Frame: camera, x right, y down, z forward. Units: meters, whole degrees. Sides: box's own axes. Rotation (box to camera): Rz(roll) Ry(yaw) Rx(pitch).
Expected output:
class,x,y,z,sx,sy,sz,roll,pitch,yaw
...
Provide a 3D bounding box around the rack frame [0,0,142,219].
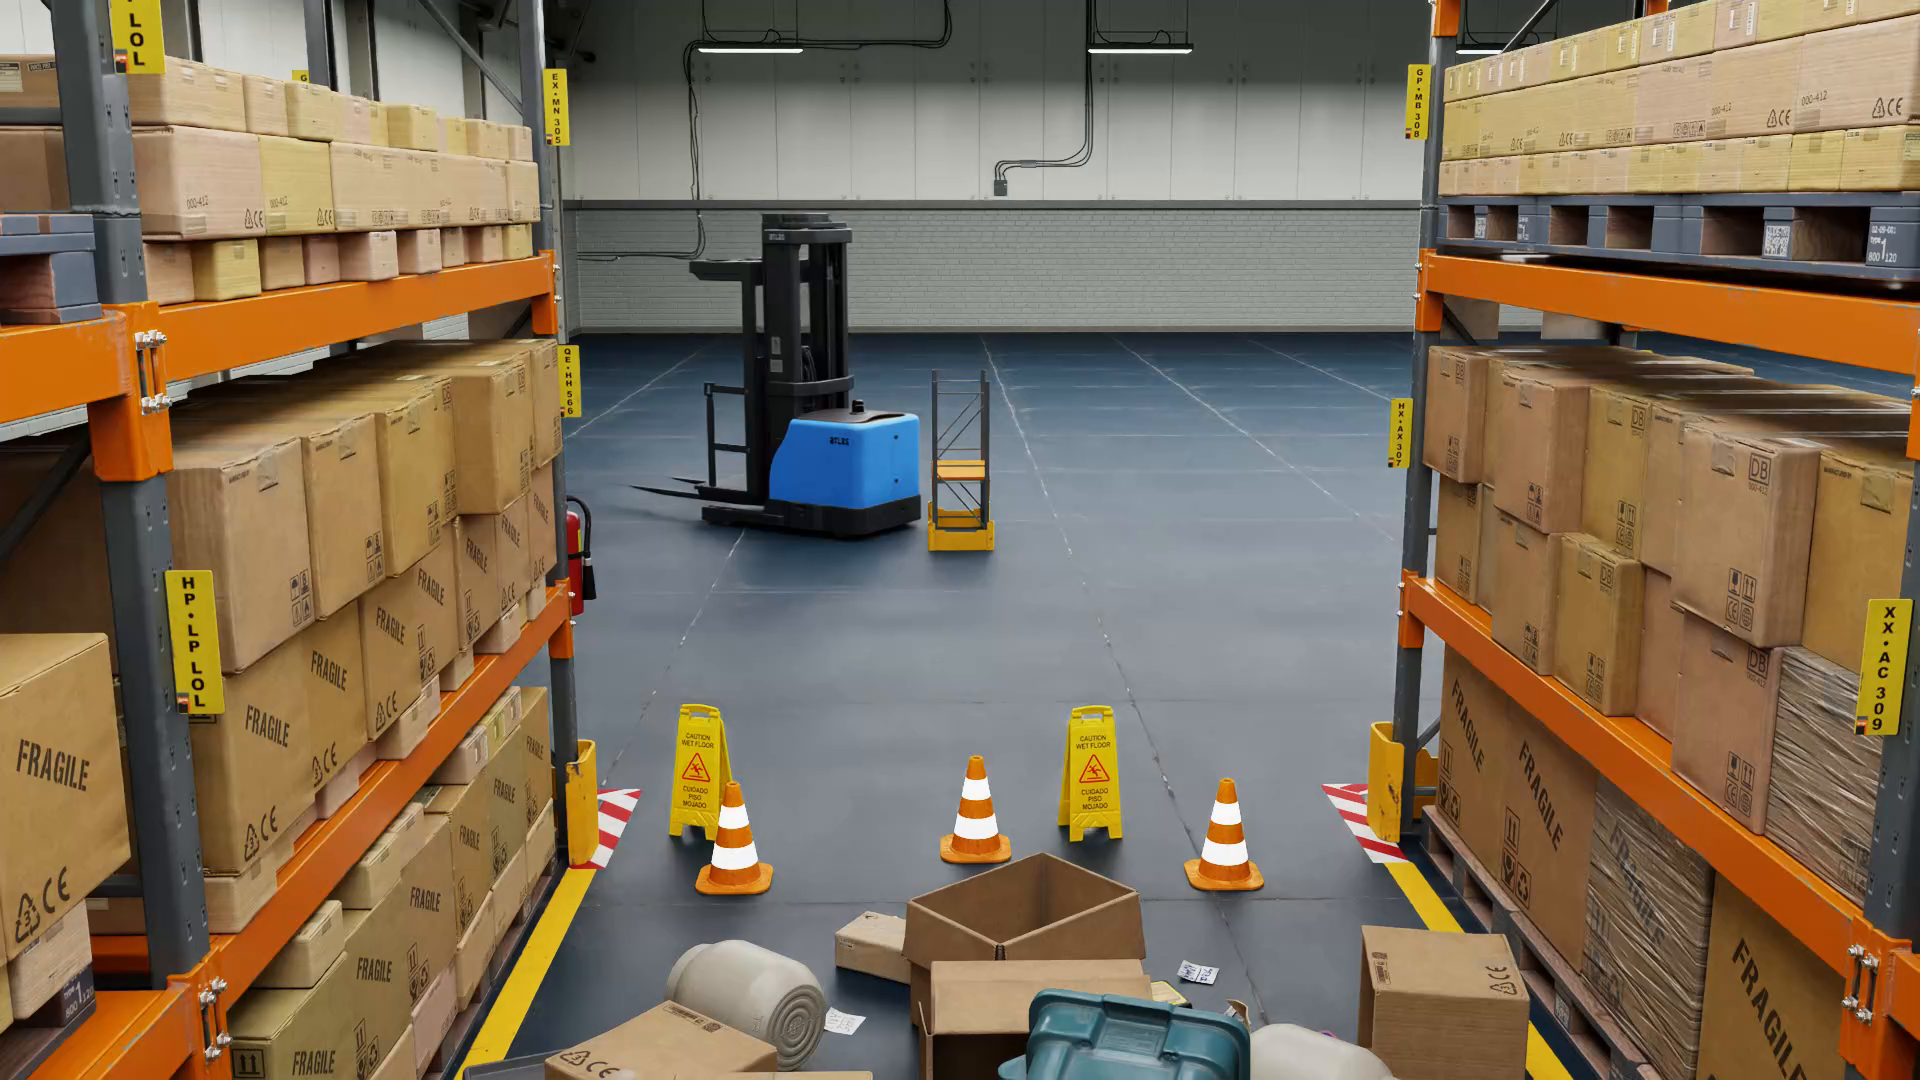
class,x,y,z,sx,sy,sz,roll,pitch,yaw
rack frame,-2.245,-2.143,3.178,1.000,3.000,0.127,0,11,-1

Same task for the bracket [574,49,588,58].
class,x,y,z,sx,sy,sz,roll,pitch,yaw
bracket,-8.487,-10.940,37.487,0.076,0.066,3.189,0,11,-1

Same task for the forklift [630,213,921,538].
class,x,y,z,sx,sy,sz,roll,pitch,yaw
forklift,-1.887,-1.654,16.032,3.031,2.935,1.130,7,14,32

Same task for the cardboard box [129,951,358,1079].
class,x,y,z,sx,sy,sz,roll,pitch,yaw
cardboard box,-1.987,1.453,4.516,0.500,0.500,0.500,0,11,2

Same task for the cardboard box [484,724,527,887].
class,x,y,z,sx,sy,sz,roll,pitch,yaw
cardboard box,-2.036,1.038,6.560,0.500,0.500,0.500,0,11,1

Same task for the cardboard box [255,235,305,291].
class,x,y,z,sx,sy,sz,roll,pitch,yaw
cardboard box,-2.037,-0.763,4.556,0.380,0.149,0.250,0,11,1

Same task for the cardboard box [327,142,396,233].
class,x,y,z,sx,sy,sz,roll,pitch,yaw
cardboard box,-1.998,-1.036,4.895,0.500,0.250,0.500,0,11,-1

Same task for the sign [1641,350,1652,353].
class,x,y,z,sx,sy,sz,roll,pitch,yaw
sign,3.162,-0.721,7.752,0.100,0.325,0.005,0,11,-1

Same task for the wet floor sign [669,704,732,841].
class,x,y,z,sx,sy,sz,roll,pitch,yaw
wet floor sign,-1.262,1.114,8.136,0.267,0.644,0.232,4,12,18

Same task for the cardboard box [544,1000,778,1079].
class,x,y,z,sx,sy,sz,roll,pitch,yaw
cardboard box,-0.907,1.803,5.101,0.500,0.500,0.500,9,15,38

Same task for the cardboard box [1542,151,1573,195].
class,x,y,z,sx,sy,sz,roll,pitch,yaw
cardboard box,2.332,-1.320,5.990,0.380,0.149,0.250,0,11,-2

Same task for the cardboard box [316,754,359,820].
class,x,y,z,sx,sy,sz,roll,pitch,yaw
cardboard box,-1.994,0.705,4.864,0.380,0.149,0.250,0,11,1

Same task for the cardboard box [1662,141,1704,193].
class,x,y,z,sx,sy,sz,roll,pitch,yaw
cardboard box,2.354,-1.118,4.995,0.380,0.149,0.250,0,11,0

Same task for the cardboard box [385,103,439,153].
class,x,y,z,sx,sy,sz,roll,pitch,yaw
cardboard box,-1.960,-1.365,5.514,0.380,0.149,0.250,0,11,0

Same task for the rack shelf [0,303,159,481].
class,x,y,z,sx,sy,sz,roll,pitch,yaw
rack shelf,-2.204,0.078,1.589,1.077,0.370,4.000,0,11,-1

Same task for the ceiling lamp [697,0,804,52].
class,x,y,z,sx,sy,sz,roll,pitch,yaw
ceiling lamp,-3.968,-10.850,31.418,2.000,3.185,0.800,0,11,-1

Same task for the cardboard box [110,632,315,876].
class,x,y,z,sx,sy,sz,roll,pitch,yaw
cardboard box,-1.975,0.514,4.172,0.500,0.500,0.500,0,11,-1

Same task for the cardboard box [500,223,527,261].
class,x,y,z,sx,sy,sz,roll,pitch,yaw
cardboard box,-2.003,-1.226,6.834,0.380,0.149,0.250,0,11,-1

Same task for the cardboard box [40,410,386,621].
class,x,y,z,sx,sy,sz,roll,pitch,yaw
cardboard box,-2.026,-0.077,4.572,0.700,0.500,0.500,0,11,-1

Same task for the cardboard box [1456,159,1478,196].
class,x,y,z,sx,sy,sz,roll,pitch,yaw
cardboard box,2.312,-1.520,6.976,0.380,0.149,0.250,0,11,-1

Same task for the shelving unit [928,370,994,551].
class,x,y,z,sx,sy,sz,roll,pitch,yaw
shelving unit,-0.002,-0.750,15.176,0.587,1.500,1.083,0,11,-1

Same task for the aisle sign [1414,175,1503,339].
class,x,y,z,sx,sy,sz,roll,pitch,yaw
aisle sign,2.318,-1.325,7.698,0.394,0.787,0.004,0,11,-1

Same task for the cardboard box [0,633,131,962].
class,x,y,z,sx,sy,sz,roll,pitch,yaw
cardboard box,-2.006,0.488,3.246,0.500,0.500,0.500,0,11,-2

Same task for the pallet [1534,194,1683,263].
class,x,y,z,sx,sy,sz,roll,pitch,yaw
pallet,2.673,-1.074,5.679,1.003,0.211,1.213,0,11,-1

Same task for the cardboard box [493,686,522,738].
class,x,y,z,sx,sy,sz,roll,pitch,yaw
cardboard box,-1.976,0.690,6.649,0.380,0.149,0.250,0,11,0

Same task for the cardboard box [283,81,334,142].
class,x,y,z,sx,sy,sz,roll,pitch,yaw
cardboard box,-1.935,-1.161,4.509,0.380,0.149,0.250,0,11,-2

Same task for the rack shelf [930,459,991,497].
class,x,y,z,sx,sy,sz,roll,pitch,yaw
rack shelf,-0.002,-0.576,15.220,0.538,0.185,1.000,0,11,-1

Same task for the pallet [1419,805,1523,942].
class,x,y,z,sx,sy,sz,roll,pitch,yaw
pallet,2.714,1.487,7.389,1.003,0.211,1.213,0,11,-1

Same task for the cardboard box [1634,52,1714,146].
class,x,y,z,sx,sy,sz,roll,pitch,yaw
cardboard box,2.417,-1.337,5.072,0.500,0.250,0.500,0,11,-2

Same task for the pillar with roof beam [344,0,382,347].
class,x,y,z,sx,sy,sz,roll,pitch,yaw
pillar with roof beam,-4.245,-6.370,24.017,9.100,9.000,0.400,0,11,-1

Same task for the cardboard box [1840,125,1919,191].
class,x,y,z,sx,sy,sz,roll,pitch,yaw
cardboard box,2.375,-0.916,4.000,0.380,0.149,0.250,0,11,-1

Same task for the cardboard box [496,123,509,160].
class,x,y,z,sx,sy,sz,roll,pitch,yaw
cardboard box,-2.058,-1.618,6.763,0.380,0.149,0.250,0,11,0

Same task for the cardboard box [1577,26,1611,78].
class,x,y,z,sx,sy,sz,roll,pitch,yaw
cardboard box,2.339,-1.659,5.659,0.380,0.149,0.250,0,11,0

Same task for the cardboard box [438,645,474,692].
class,x,y,z,sx,sy,sz,roll,pitch,yaw
cardboard box,-2.009,0.453,6.105,0.380,0.149,0.250,0,11,-2

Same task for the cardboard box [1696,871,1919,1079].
class,x,y,z,sx,sy,sz,roll,pitch,yaw
cardboard box,2.759,1.467,4.761,0.875,0.875,0.875,0,11,0

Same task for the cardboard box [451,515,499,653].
class,x,y,z,sx,sy,sz,roll,pitch,yaw
cardboard box,-2.028,0.113,6.147,0.500,0.500,0.500,0,11,-1

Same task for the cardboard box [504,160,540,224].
class,x,y,z,sx,sy,sz,roll,pitch,yaw
cardboard box,-2.048,-1.439,6.885,0.500,0.250,0.500,0,11,-2

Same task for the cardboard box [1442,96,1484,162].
class,x,y,z,sx,sy,sz,roll,pitch,yaw
cardboard box,2.373,-1.738,7.051,0.500,0.250,0.500,0,11,-1

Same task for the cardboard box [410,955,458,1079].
class,x,y,z,sx,sy,sz,roll,pitch,yaw
cardboard box,-2.023,1.609,5.633,0.500,0.250,0.500,0,11,-2

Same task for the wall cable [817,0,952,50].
class,x,y,z,sx,sy,sz,roll,pitch,yaw
wall cable,-1.737,-12.535,38.073,3.097,2.526,0.112,0,11,-1

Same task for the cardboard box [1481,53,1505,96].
class,x,y,z,sx,sy,sz,roll,pitch,yaw
cardboard box,2.318,-1.862,6.660,0.380,0.149,0.250,0,11,-2

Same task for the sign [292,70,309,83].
class,x,y,z,sx,sy,sz,roll,pitch,yaw
sign,-2.870,-1.894,7.298,0.100,0.325,0.005,0,11,-1

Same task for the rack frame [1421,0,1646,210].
class,x,y,z,sx,sy,sz,roll,pitch,yaw
rack frame,2.619,-2.978,7.297,1.000,3.000,0.127,0,11,-1

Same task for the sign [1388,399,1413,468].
class,x,y,z,sx,sy,sz,roll,pitch,yaw
sign,2.064,-0.500,7.794,0.100,0.325,0.005,0,11,-1

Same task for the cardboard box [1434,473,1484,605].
class,x,y,z,sx,sy,sz,roll,pitch,yaw
cardboard box,2.672,-0.038,7.516,0.875,0.550,0.550,0,11,-1

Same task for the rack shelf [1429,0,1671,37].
class,x,y,z,sx,sy,sz,roll,pitch,yaw
rack shelf,2.661,-2.032,5.449,1.077,0.370,4.000,0,11,-1

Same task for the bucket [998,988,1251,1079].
class,x,y,z,sx,sy,sz,roll,pitch,yaw
bucket,0.394,1.599,4.235,0.726,0.611,0.620,4,22,18

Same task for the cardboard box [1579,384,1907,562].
class,x,y,z,sx,sy,sz,roll,pitch,yaw
cardboard box,2.709,-0.241,5.802,0.875,0.550,0.500,0,11,-1

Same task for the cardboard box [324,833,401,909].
class,x,y,z,sx,sy,sz,roll,pitch,yaw
cardboard box,-1.942,1.008,5.078,0.380,0.149,0.250,0,11,1

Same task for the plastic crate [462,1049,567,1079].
class,x,y,z,sx,sy,sz,roll,pitch,yaw
plastic crate,-1.457,1.913,5.620,0.402,0.080,0.583,-4,12,-21

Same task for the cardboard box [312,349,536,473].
class,x,y,z,sx,sy,sz,roll,pitch,yaw
cardboard box,-2.096,-0.481,6.563,0.700,0.500,0.500,0,11,-1

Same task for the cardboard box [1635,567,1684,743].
class,x,y,z,sx,sy,sz,roll,pitch,yaw
cardboard box,2.755,0.393,5.390,0.875,0.550,0.550,0,11,-1

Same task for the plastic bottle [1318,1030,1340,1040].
class,x,y,z,sx,sy,sz,roll,pitch,yaw
plastic bottle,1.242,1.845,6.002,0.283,0.061,0.133,-4,12,-21

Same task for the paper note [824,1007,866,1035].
class,x,y,z,sx,sy,sz,roll,pitch,yaw
paper note,-0.450,1.812,6.269,0.148,0.019,0.142,4,12,18

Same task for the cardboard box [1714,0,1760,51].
class,x,y,z,sx,sy,sz,roll,pitch,yaw
cardboard box,2.361,-1.457,4.660,0.380,0.149,0.250,0,11,0
